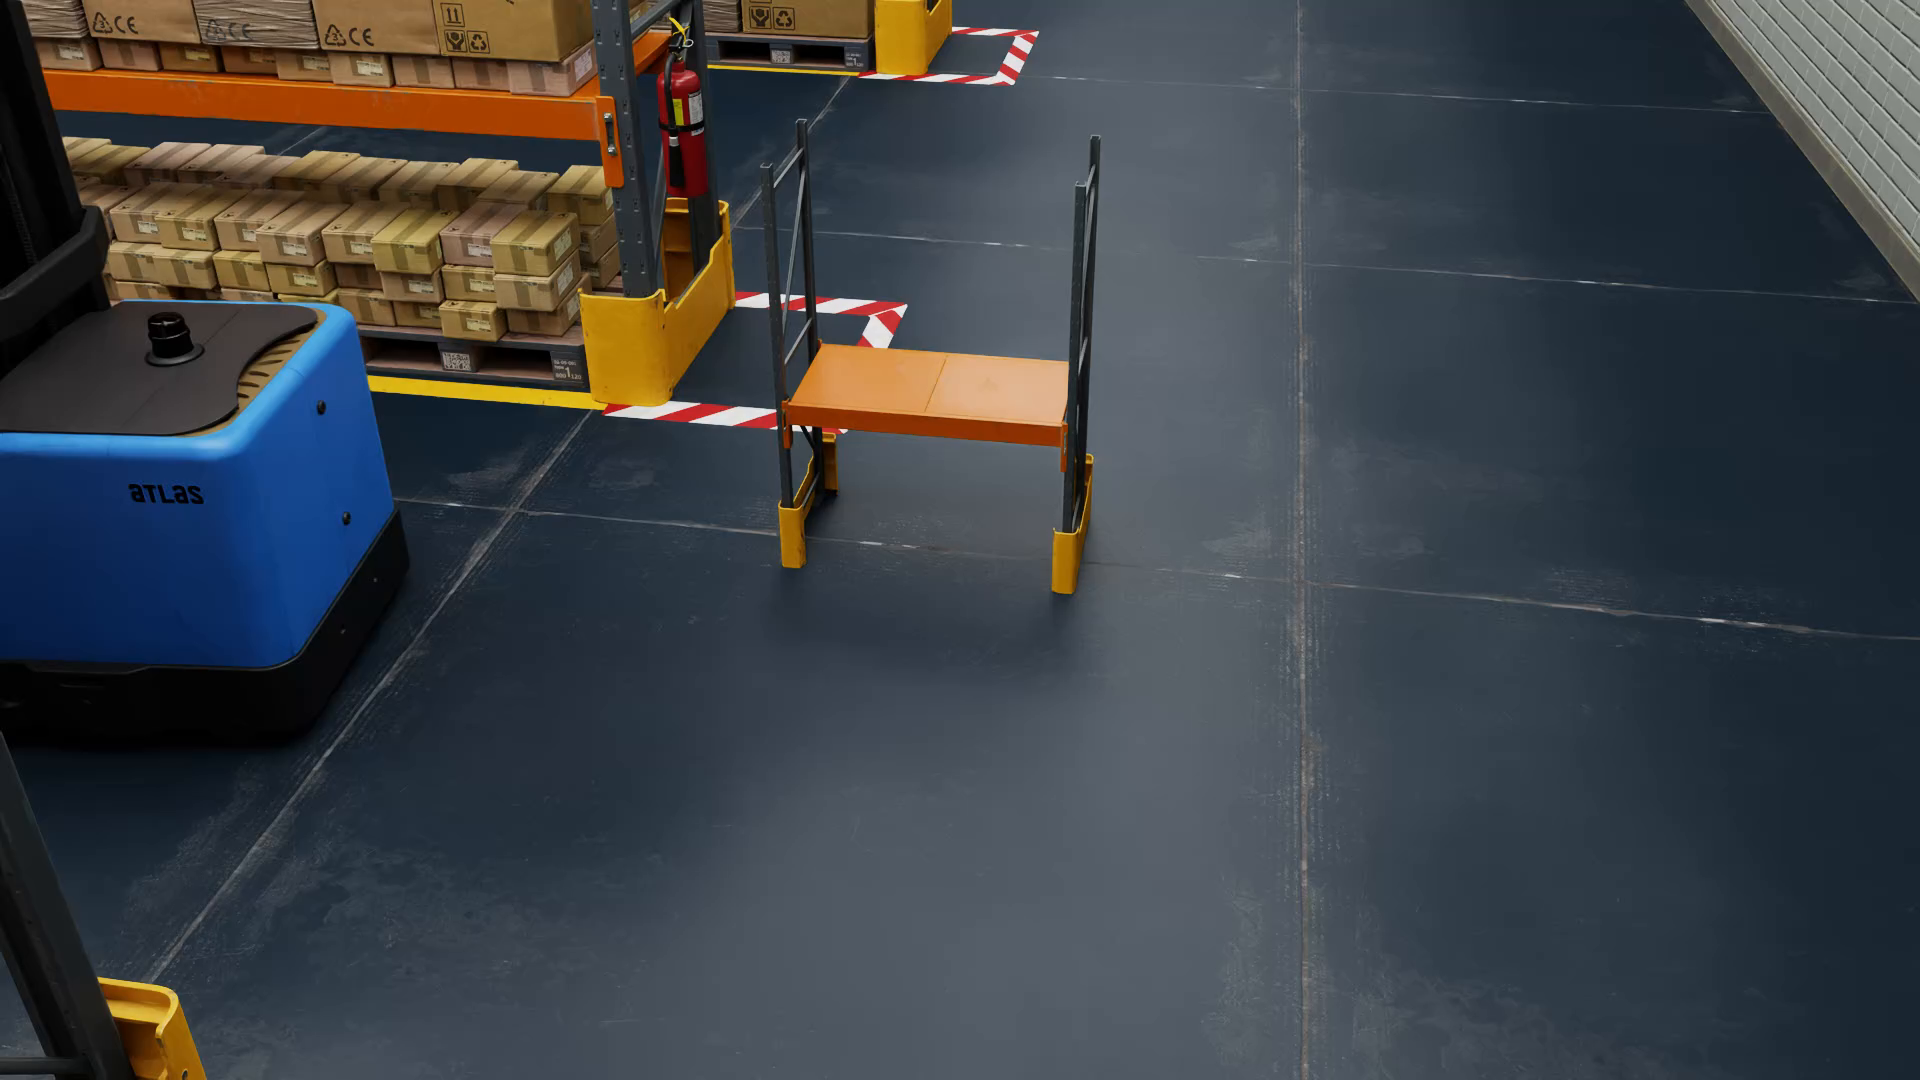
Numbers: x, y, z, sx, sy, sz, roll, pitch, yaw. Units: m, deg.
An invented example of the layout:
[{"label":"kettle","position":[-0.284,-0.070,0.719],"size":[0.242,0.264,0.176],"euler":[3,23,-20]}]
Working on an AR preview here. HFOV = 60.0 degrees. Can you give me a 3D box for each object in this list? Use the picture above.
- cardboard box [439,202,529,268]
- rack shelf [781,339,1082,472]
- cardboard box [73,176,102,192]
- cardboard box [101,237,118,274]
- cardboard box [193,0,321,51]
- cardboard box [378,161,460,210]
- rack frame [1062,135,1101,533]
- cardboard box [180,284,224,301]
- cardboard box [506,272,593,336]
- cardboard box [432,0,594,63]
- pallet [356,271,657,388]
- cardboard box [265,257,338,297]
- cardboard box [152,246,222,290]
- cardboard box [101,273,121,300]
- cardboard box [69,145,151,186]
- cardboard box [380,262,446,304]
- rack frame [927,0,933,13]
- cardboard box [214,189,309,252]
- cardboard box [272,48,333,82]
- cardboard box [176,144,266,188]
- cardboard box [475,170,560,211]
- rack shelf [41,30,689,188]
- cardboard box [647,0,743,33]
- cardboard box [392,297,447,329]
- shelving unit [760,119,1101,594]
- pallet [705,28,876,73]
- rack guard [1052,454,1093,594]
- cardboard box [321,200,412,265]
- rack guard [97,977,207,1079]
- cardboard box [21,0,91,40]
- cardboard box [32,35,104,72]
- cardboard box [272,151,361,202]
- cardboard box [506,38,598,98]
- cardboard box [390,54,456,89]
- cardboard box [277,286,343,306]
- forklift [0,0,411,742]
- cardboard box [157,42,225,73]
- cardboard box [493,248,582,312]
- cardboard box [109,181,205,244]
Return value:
[{"label":"cardboard box","position":[-2.075,-1.342,7.298],"size":[0.250,0.149,0.380],"euler":[6,33,9]},{"label":"rack shelf","position":[-0.084,-0.491,5.960],"size":[1.000,0.185,0.538],"euler":[5,32,8]},{"label":"cardboard box","position":[-4.131,-1.529,7.596],"size":[0.250,0.149,0.380],"euler":[4,32,7]},{"label":"cardboard box","position":[-3.869,-1.365,7.615],"size":[0.250,0.149,0.380],"euler":[7,33,10]},{"label":"cardboard box","position":[-2.767,-2.316,6.748],"size":[0.500,0.500,0.500],"euler":[5,32,8]},{"label":"cardboard box","position":[-2.509,-1.629,7.757],"size":[0.250,0.149,0.380],"euler":[4,32,6]},{"label":"rack frame","position":[0.417,-0.598,5.792],"size":[0.032,1.500,0.500],"euler":[5,32,8]},{"label":"cardboard box","position":[-3.353,-1.201,7.633],"size":[0.250,0.149,0.380],"euler":[6,33,10]},{"label":"cardboard box","position":[-1.827,-1.061,7.409],"size":[0.250,0.149,0.380],"euler":[6,32,9]},{"label":"cardboard box","position":[-1.759,-2.227,6.606],"size":[0.500,0.500,0.500],"euler":[6,33,9]},{"label":"pallet","position":[-2.143,-1.069,7.759],"size":[1.213,0.211,1.003],"euler":[5,32,8]},{"label":"cardboard box","position":[-2.866,-1.232,7.401],"size":[0.250,0.149,0.380],"euler":[6,32,9]},{"label":"cardboard box","position":[-3.392,-1.274,7.470],"size":[0.250,0.149,0.380],"euler":[5,32,9]},{"label":"cardboard box","position":[-3.865,-1.258,7.724],"size":[0.250,0.149,0.380],"euler":[4,32,6]},{"label":"cardboard box","position":[-4.073,-1.752,7.952],"size":[0.250,0.149,0.380],"euler":[6,33,10]},{"label":"cardboard box","position":[-2.354,-1.192,7.338],"size":[0.250,0.149,0.380],"euler":[4,32,6]},{"label":"rack frame","position":[-0.339,-4.738,10.993],"size":[0.127,3.000,1.000],"euler":[5,32,8]},{"label":"cardboard box","position":[-3.112,-1.431,7.440],"size":[0.250,0.149,0.380],"euler":[4,32,7]},{"label":"cardboard box","position":[-2.641,-2.034,6.909],"size":[0.250,0.149,0.380],"euler":[4,32,6]},{"label":"cardboard box","position":[-3.523,-1.758,7.963],"size":[0.250,0.149,0.380],"euler":[4,32,6]},{"label":"cardboard box","position":[-2.024,-1.561,7.647],"size":[0.250,0.149,0.380],"euler":[6,33,9]},{"label":"rack shelf","position":[-3.244,-2.027,7.339],"size":[4.000,0.370,1.077],"euler":[5,32,8]},{"label":"cardboard box","position":[-1.880,-4.112,11.599],"size":[0.875,0.875,0.875],"euler":[5,32,8]},{"label":"cardboard box","position":[-2.343,-1.099,7.470],"size":[0.250,0.149,0.380],"euler":[5,32,8]},{"label":"shelving unit","position":[-0.075,-0.643,5.863],"size":[1.083,1.500,0.587],"euler":[5,32,8]},{"label":"pallet","position":[-1.140,-3.587,11.781],"size":[1.213,0.211,1.003],"euler":[5,32,8]},{"label":"rack guard","position":[0.416,-0.068,6.124],"size":[0.087,0.250,0.587],"euler":[5,32,8]},{"label":"cardboard box","position":[-2.597,-1.355,7.318],"size":[0.250,0.149,0.380],"euler":[4,32,6]},{"label":"rack guard","position":[-1.982,1.506,3.372],"size":[0.348,0.500,1.175],"euler":[5,32,8]},{"label":"cardboard box","position":[-3.791,-2.399,6.880],"size":[0.500,0.500,0.500],"euler":[5,32,7]},{"label":"cardboard box","position":[-3.685,-2.115,7.039],"size":[0.250,0.149,0.380],"euler":[7,33,10]},{"label":"cardboard box","position":[-3.033,-1.707,7.880],"size":[0.250,0.149,0.380],"euler":[6,32,9]},{"label":"cardboard box","position":[-1.642,-1.928,6.740],"size":[0.250,0.149,0.380],"euler":[5,32,8]},{"label":"cardboard box","position":[-2.130,-1.984,6.830],"size":[0.250,0.149,0.380],"euler":[5,32,8]},{"label":"cardboard box","position":[-2.851,-1.105,7.479],"size":[0.250,0.149,0.380],"euler":[4,32,6]},{"label":"forklift","position":[-3.508,-0.903,4.930],"size":[3.031,2.935,1.130],"euler":[2,32,3]},{"label":"cardboard box","position":[-3.161,-2.104,7.021],"size":[0.250,0.149,0.380],"euler":[6,32,9]},{"label":"cardboard box","position":[-1.841,-1.147,7.266],"size":[0.250,0.149,0.380],"euler":[4,32,7]},{"label":"cardboard box","position":[-3.611,-1.483,7.522],"size":[0.250,0.149,0.380],"euler":[4,32,6]}]
